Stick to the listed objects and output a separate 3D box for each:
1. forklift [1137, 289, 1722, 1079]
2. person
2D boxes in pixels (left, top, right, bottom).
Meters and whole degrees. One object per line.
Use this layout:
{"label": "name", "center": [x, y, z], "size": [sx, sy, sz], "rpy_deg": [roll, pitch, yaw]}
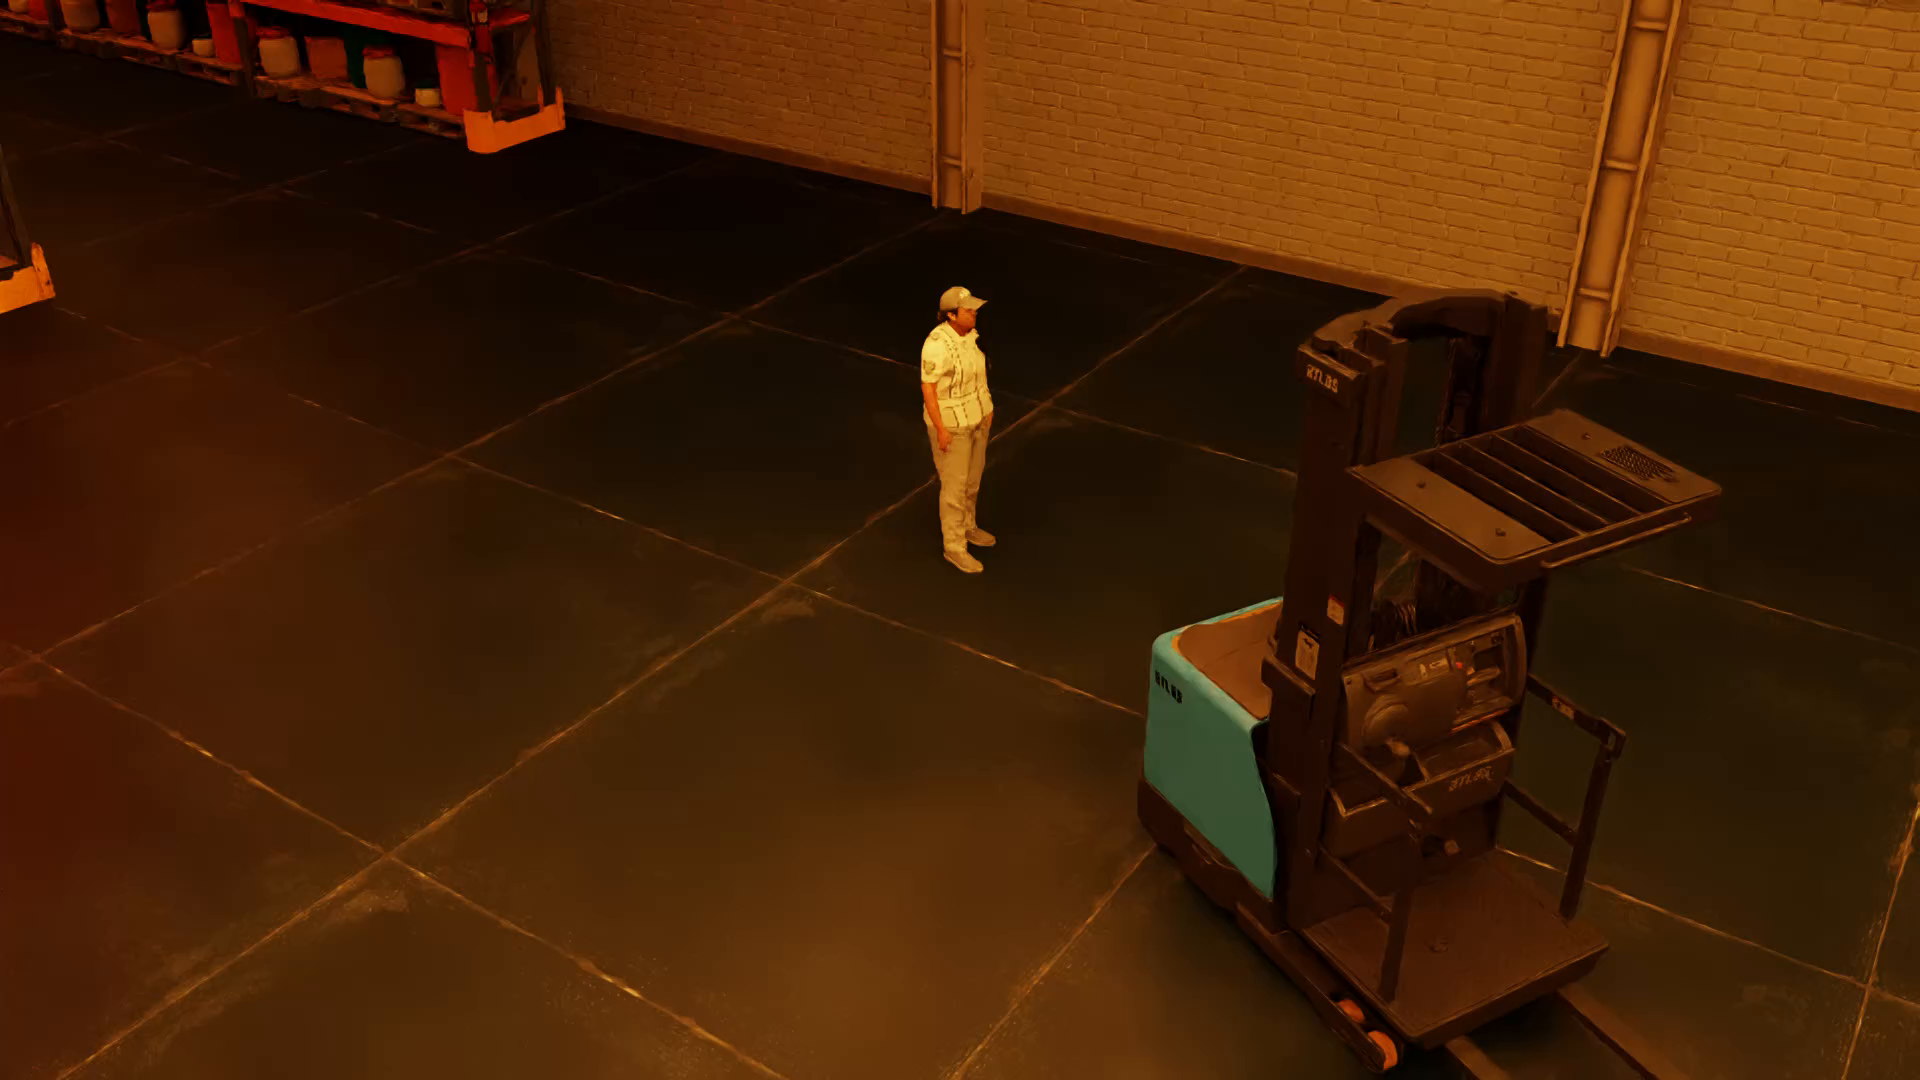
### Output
{"label": "forklift", "center": [2.006, 0.636, 6.486], "size": [1.130, 2.935, 3.031], "rpy_deg": [-15, 33, -24]}
{"label": "person", "center": [0.051, -0.696, 10.025], "size": [0.529, 1.669, 0.598], "rpy_deg": [19, 35, 29]}
